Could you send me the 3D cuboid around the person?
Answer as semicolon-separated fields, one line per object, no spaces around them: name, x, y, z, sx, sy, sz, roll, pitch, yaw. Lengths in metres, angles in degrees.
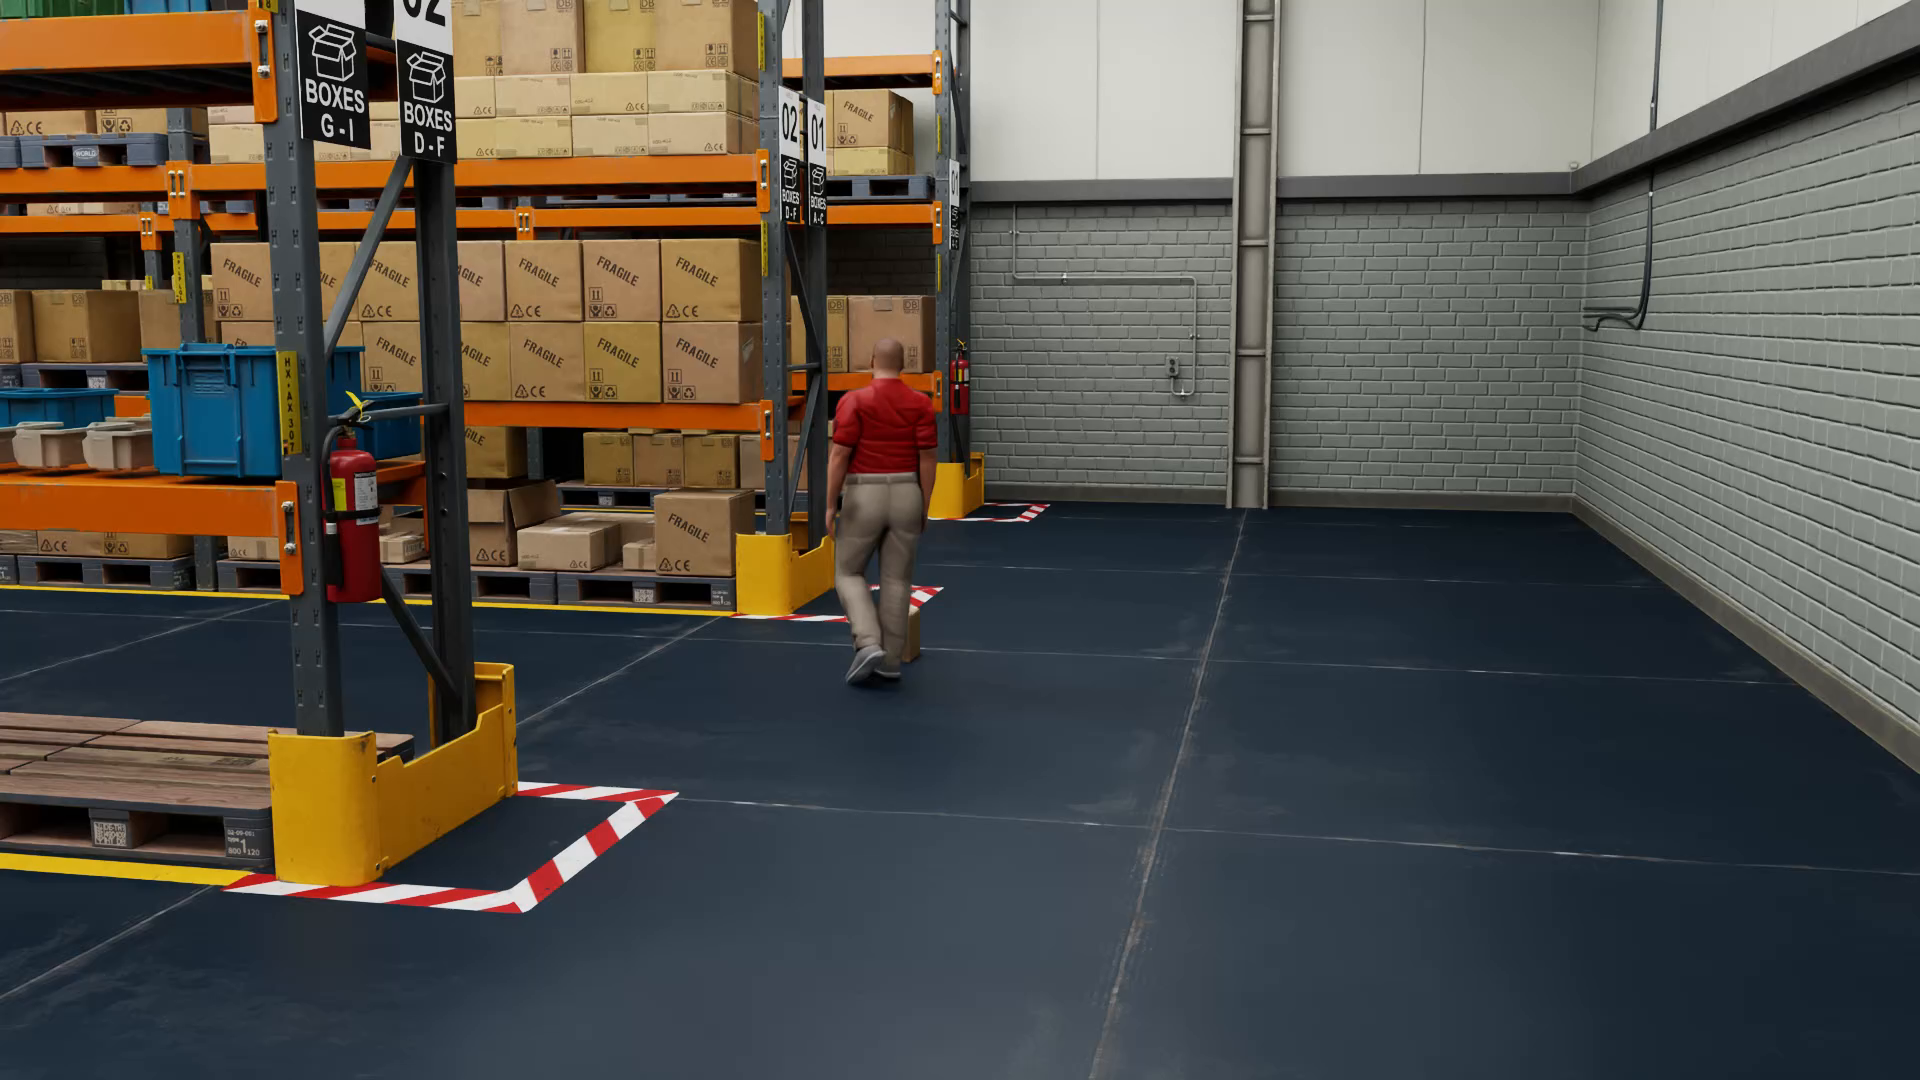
person;-0.402;-0.145;8.404;0.436;1.569;0.395;-2;8;-16
